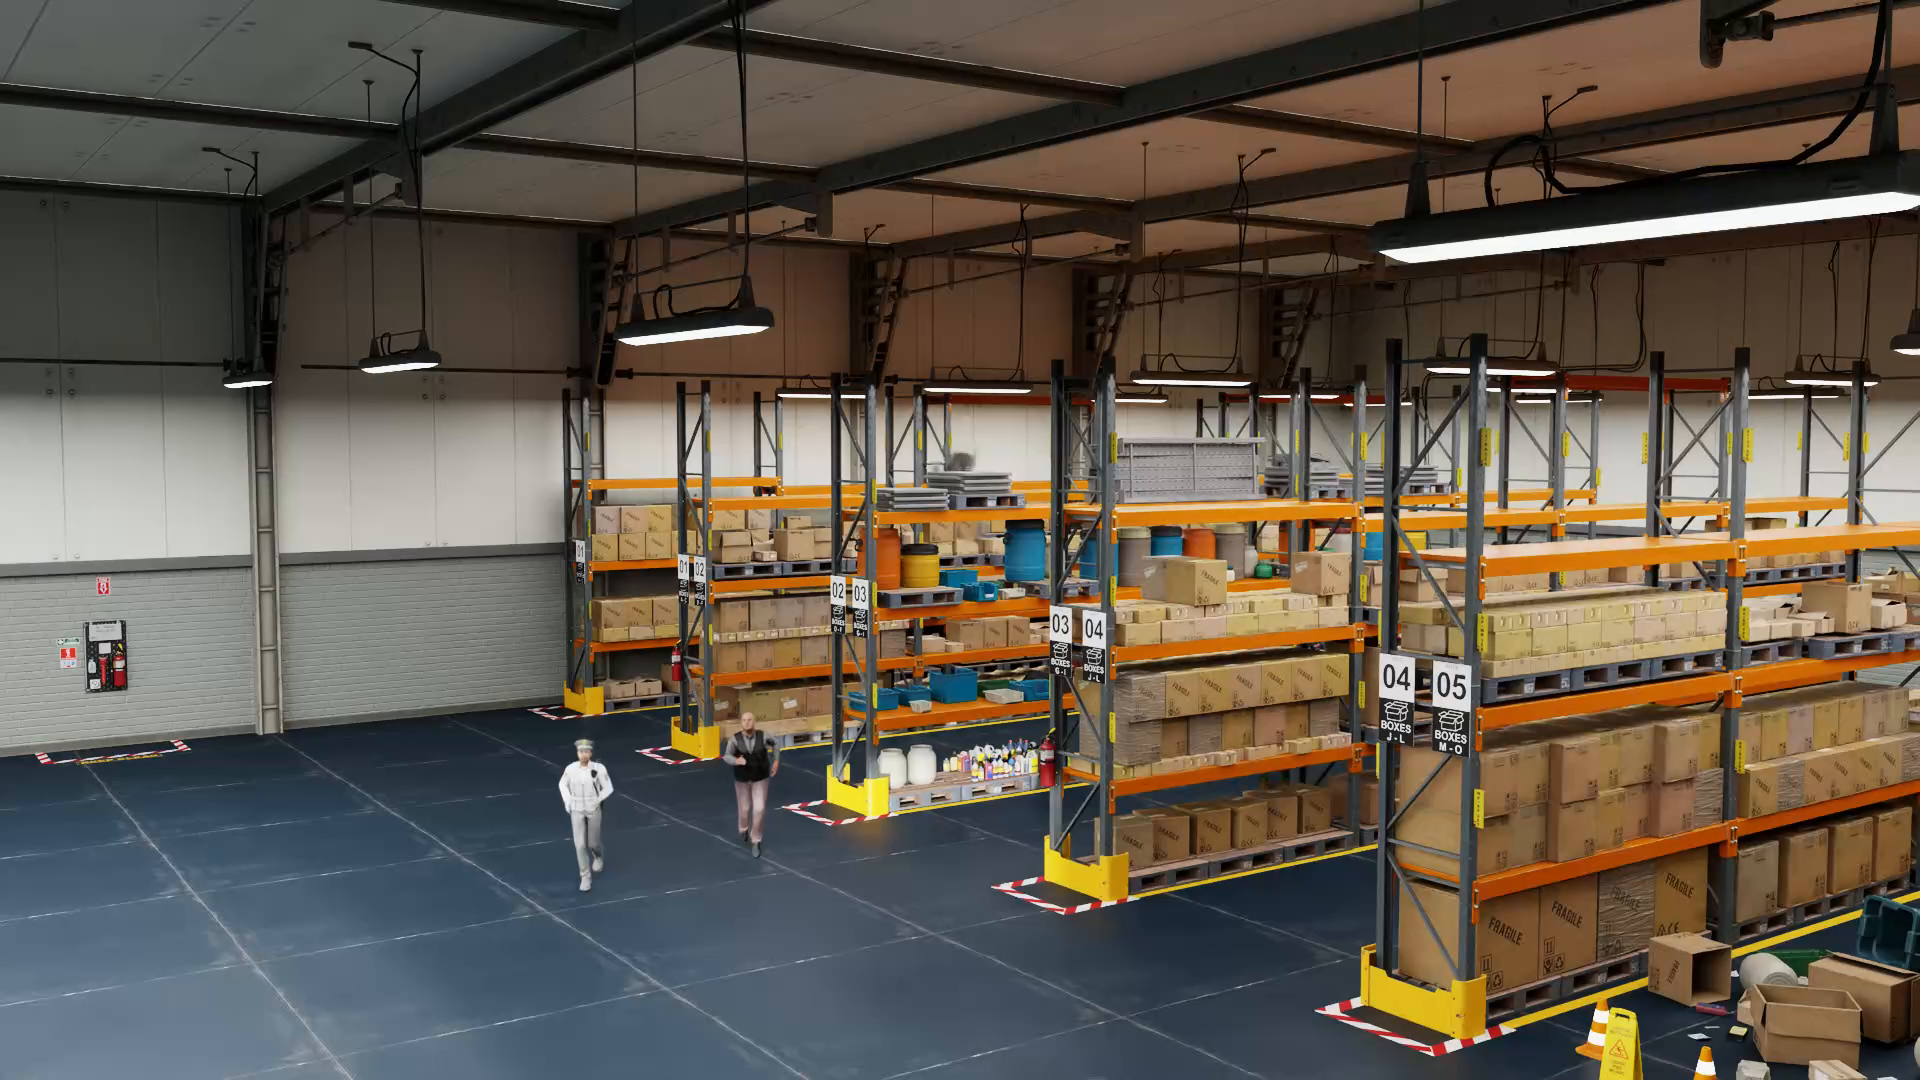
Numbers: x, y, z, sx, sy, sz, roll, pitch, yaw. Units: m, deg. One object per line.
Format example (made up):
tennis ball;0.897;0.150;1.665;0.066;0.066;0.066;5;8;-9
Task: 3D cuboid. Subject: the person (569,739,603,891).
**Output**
person;-4.284;3.095;19.034;0.363;1.677;0.765;0;4;-5

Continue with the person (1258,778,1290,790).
person;4.536;2.762;23.902;0.628;1.773;0.582;3;5;42

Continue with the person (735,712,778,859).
person;-2.512;2.992;20.515;0.543;1.769;0.894;0;4;-2
